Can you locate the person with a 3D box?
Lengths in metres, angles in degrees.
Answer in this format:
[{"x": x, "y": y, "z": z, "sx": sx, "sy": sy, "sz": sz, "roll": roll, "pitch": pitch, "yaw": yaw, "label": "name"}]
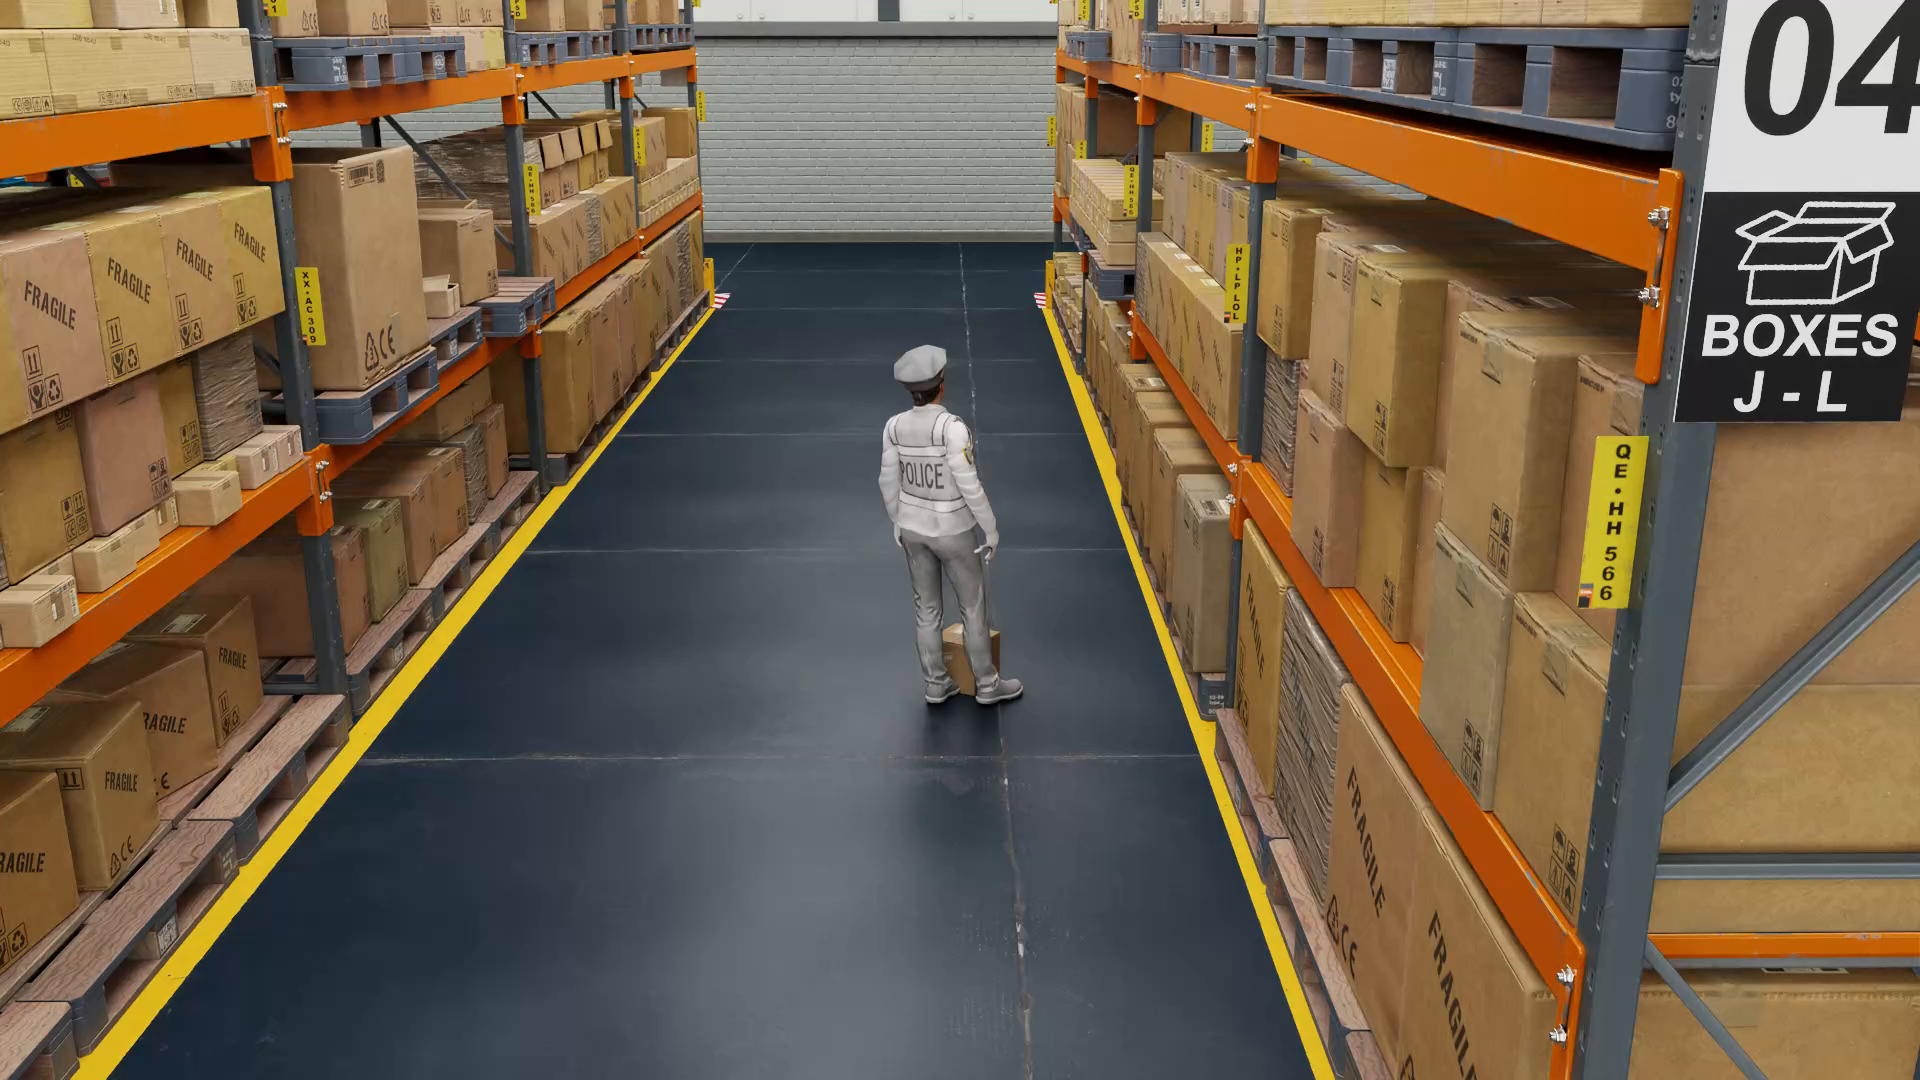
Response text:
[{"x": -0.062, "y": -0.064, "z": 7.666, "sx": 0.587, "sy": 1.694, "sz": 0.530, "roll": 11, "pitch": 20, "yaw": 31, "label": "person"}]
